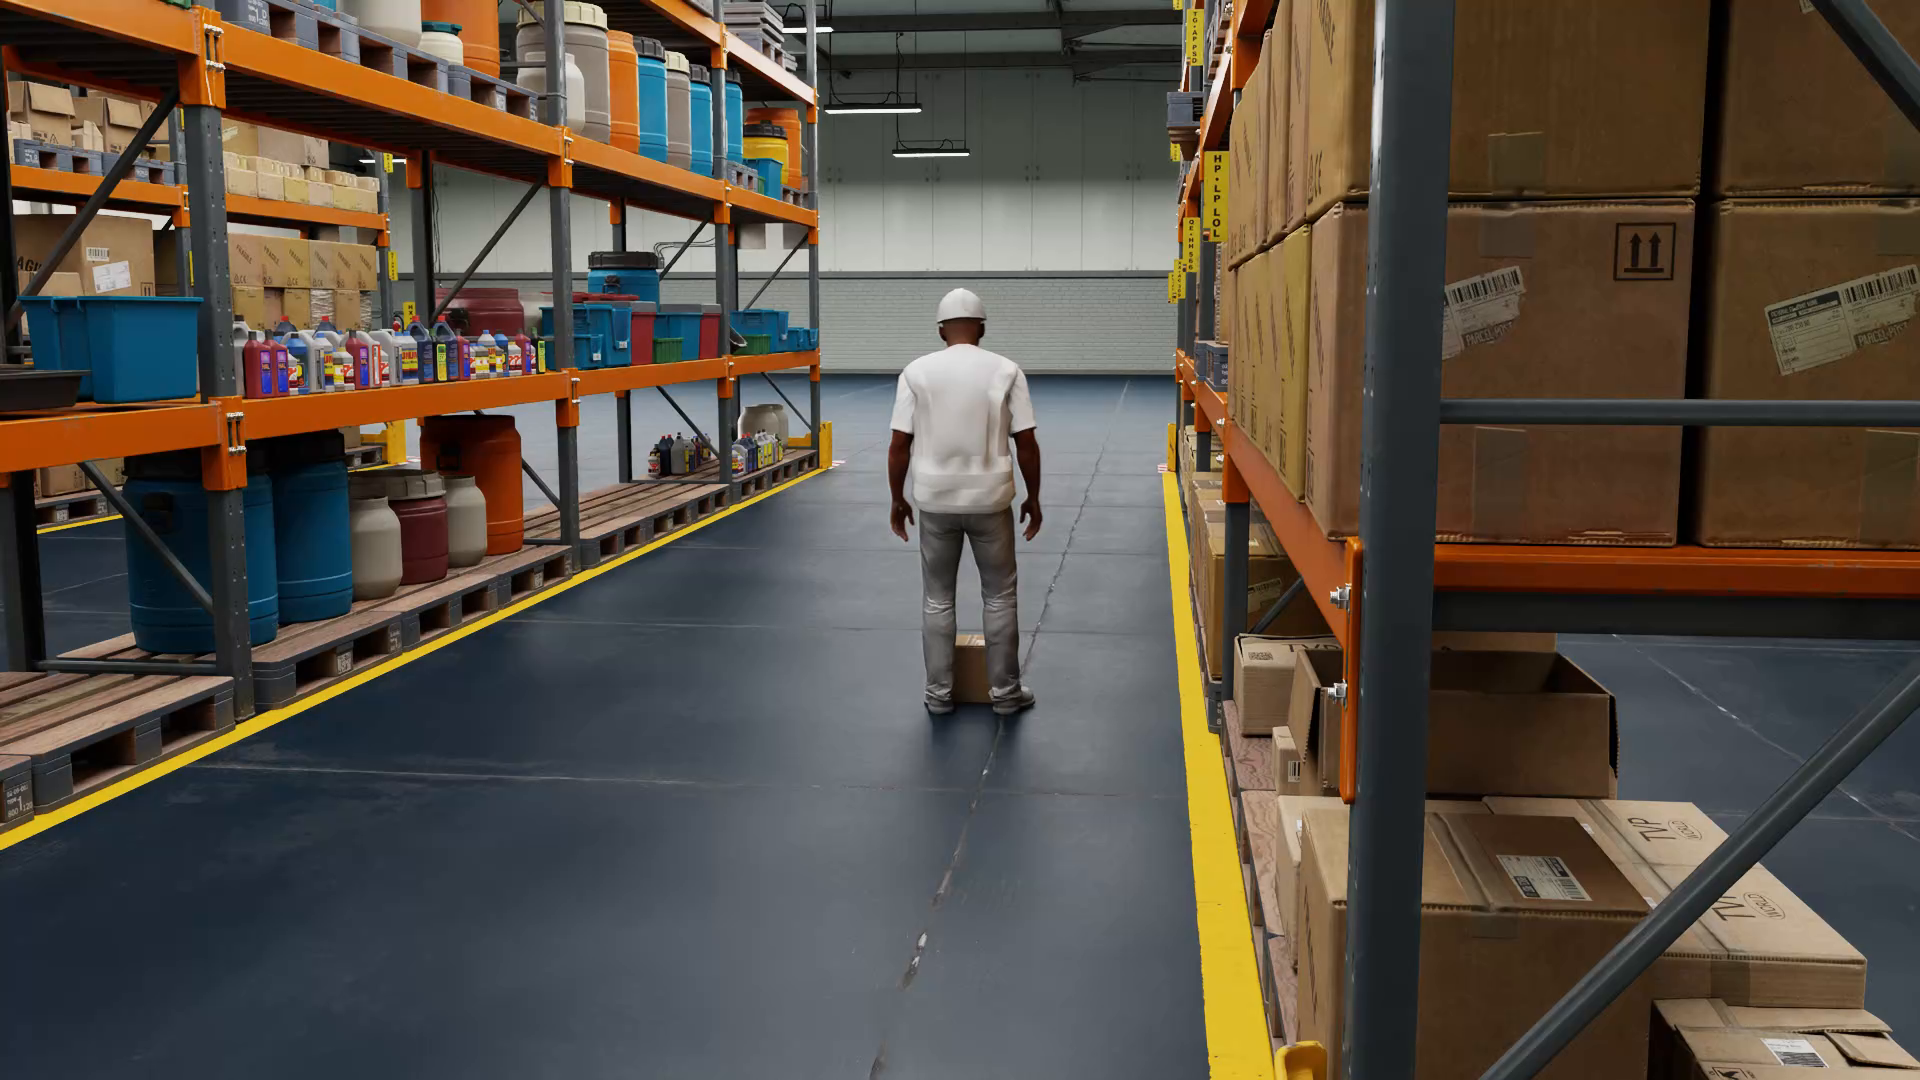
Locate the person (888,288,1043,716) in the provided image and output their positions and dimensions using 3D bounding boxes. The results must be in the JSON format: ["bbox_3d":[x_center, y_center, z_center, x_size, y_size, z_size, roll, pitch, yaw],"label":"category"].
[{"bbox_3d":[0.024,-0.160,6.930,0.637,1.761,0.460,1,8,6],"label":"person"}]
